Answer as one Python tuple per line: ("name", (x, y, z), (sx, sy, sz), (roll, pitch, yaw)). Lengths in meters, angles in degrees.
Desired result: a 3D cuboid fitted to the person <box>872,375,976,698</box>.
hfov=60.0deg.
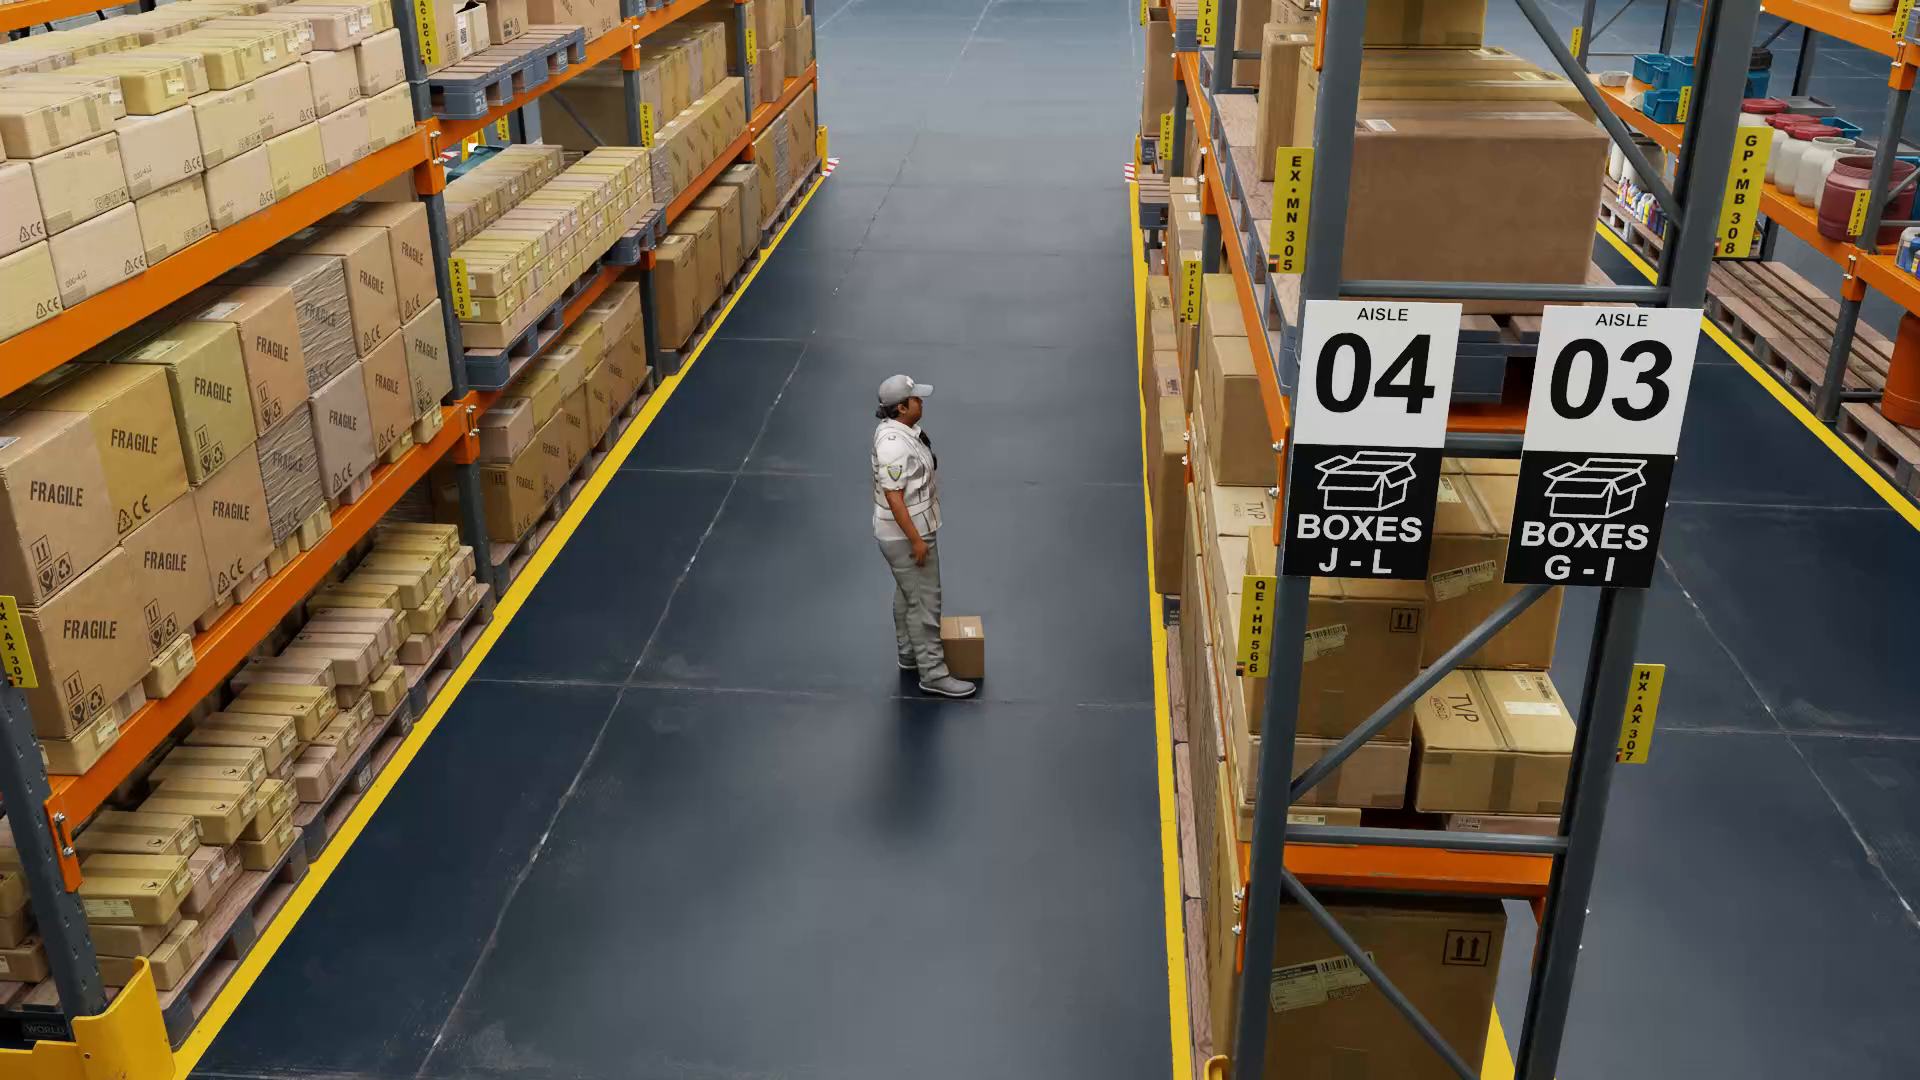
("person", (-0.188, -0.045, 8.674), (0.524, 1.671, 0.599), (-1, 25, -2))
